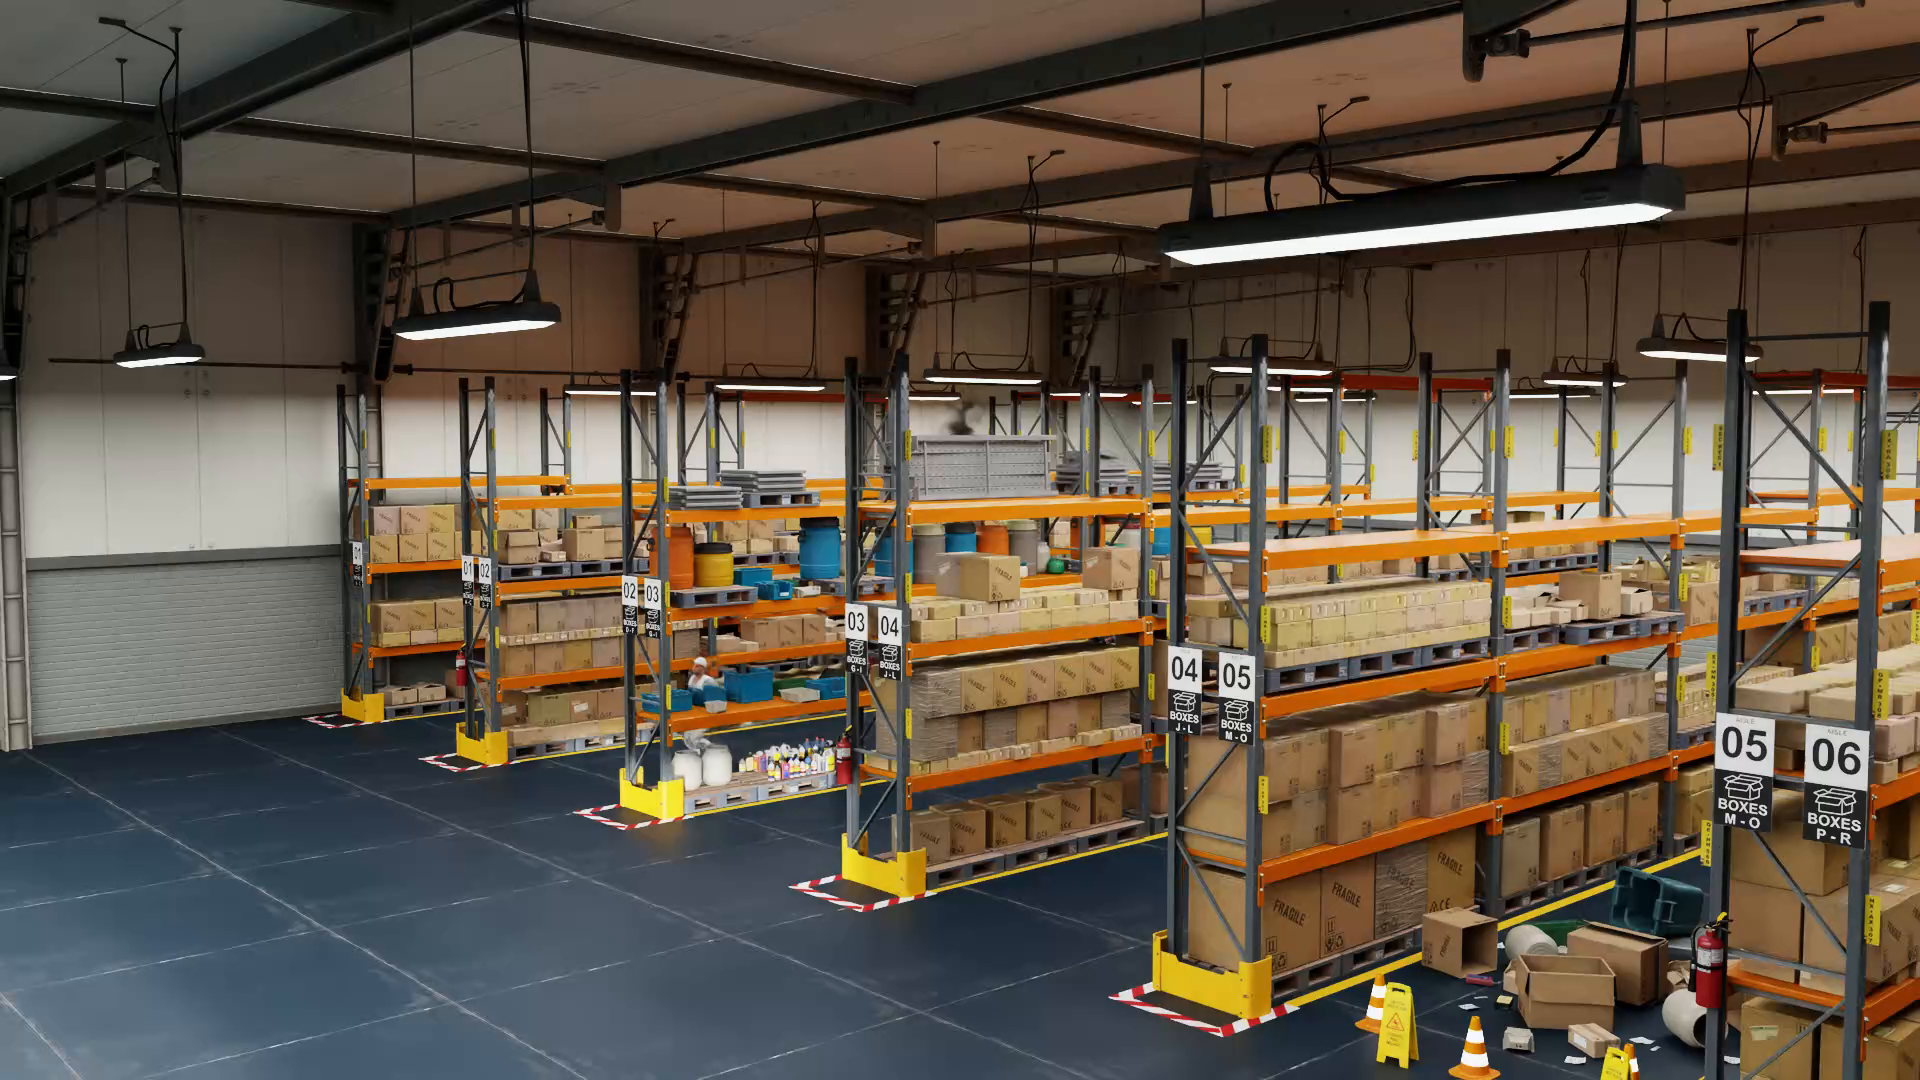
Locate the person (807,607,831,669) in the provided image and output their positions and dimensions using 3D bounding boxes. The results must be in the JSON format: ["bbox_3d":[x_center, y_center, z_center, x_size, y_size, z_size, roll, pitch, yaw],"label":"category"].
[{"bbox_3d":[-2.753,2.124,32.762,0.968,1.745,0.710,-3,5,-42],"label":"person"}]

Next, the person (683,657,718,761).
[{"bbox_3d":[-3.957,2.642,25.181,0.652,1.737,0.615,3,5,41],"label":"person"}]
